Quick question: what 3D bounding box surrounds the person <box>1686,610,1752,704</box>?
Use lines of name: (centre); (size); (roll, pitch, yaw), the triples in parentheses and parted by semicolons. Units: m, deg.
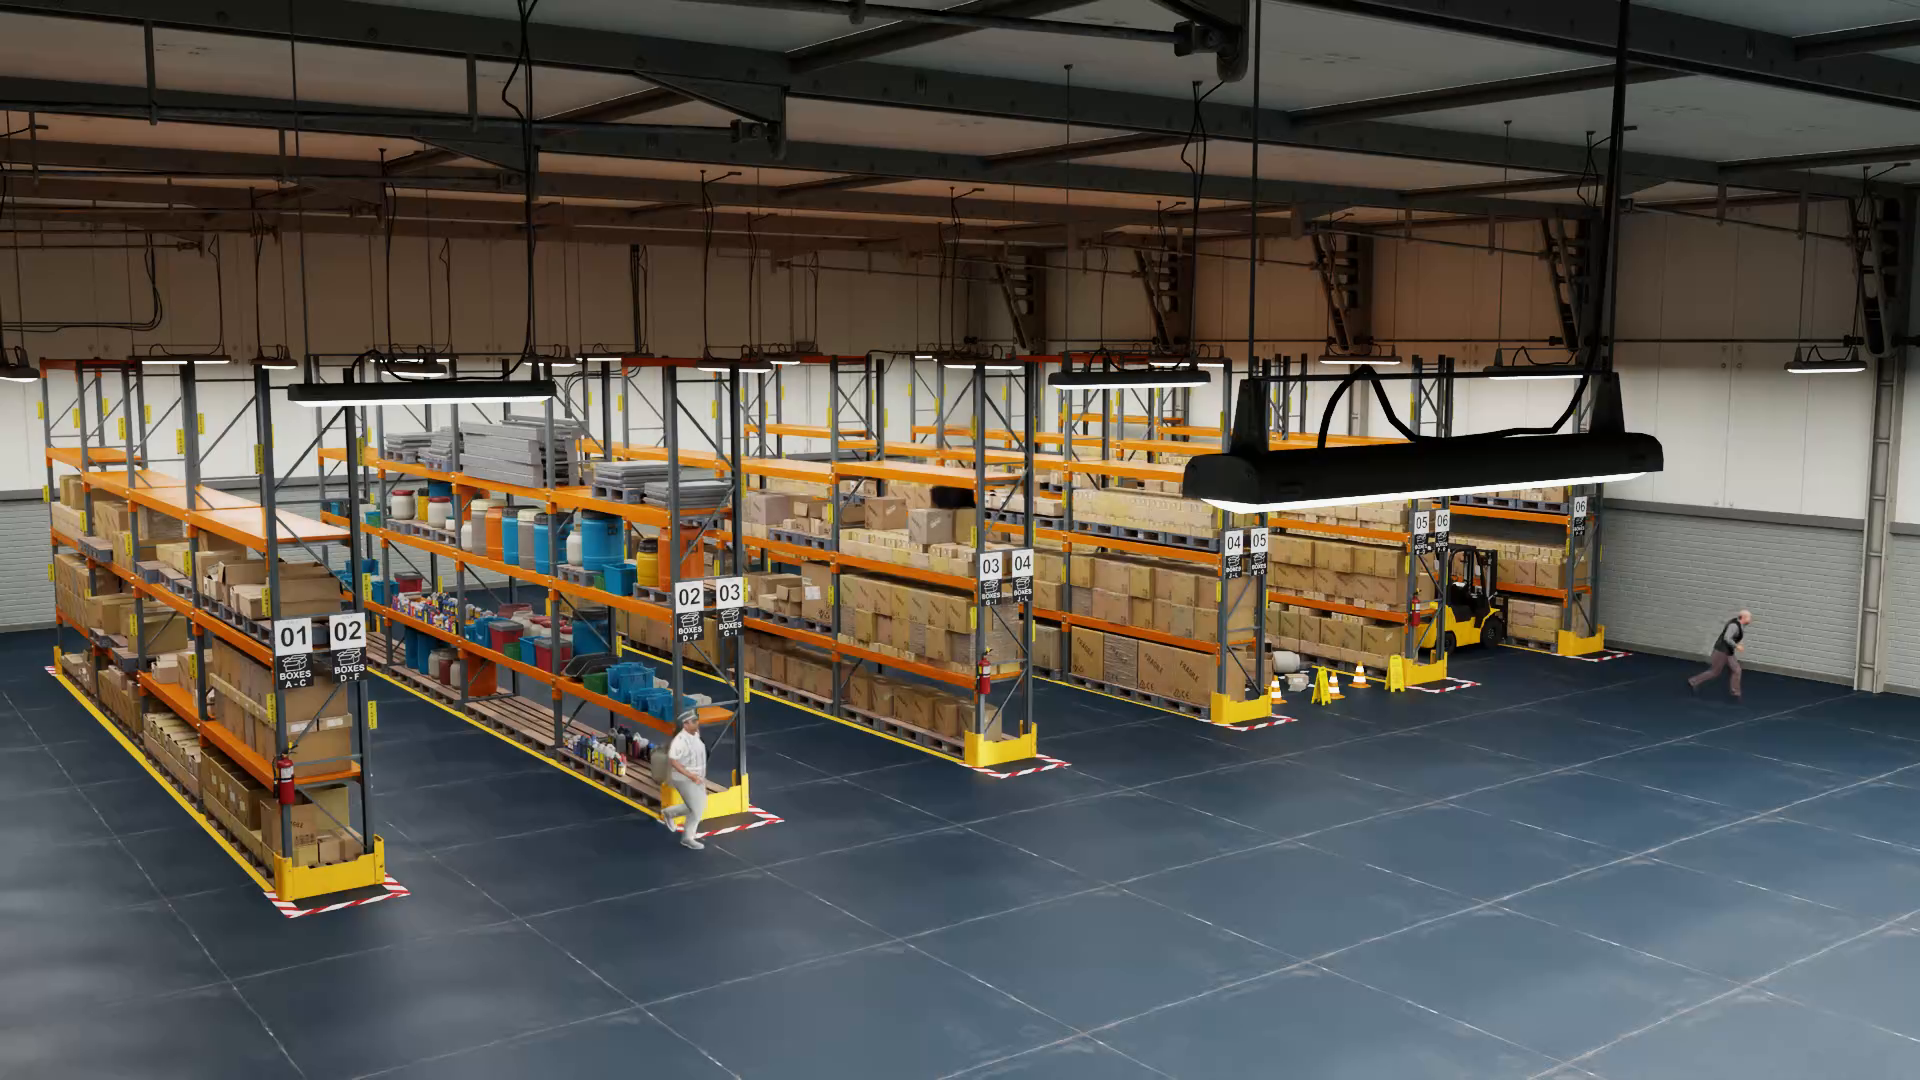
person: (13.355, 2.028, 29.254); (1.008, 1.680, 0.696); (4, 8, 28)

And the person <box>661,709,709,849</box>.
person: (-3.464, 2.974, 20.887); (0.668, 1.765, 0.688); (2, 7, 16)

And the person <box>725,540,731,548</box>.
person: (-5.846, 0.637, 41.092); (0.550, 1.576, 0.755); (2, 7, 17)
